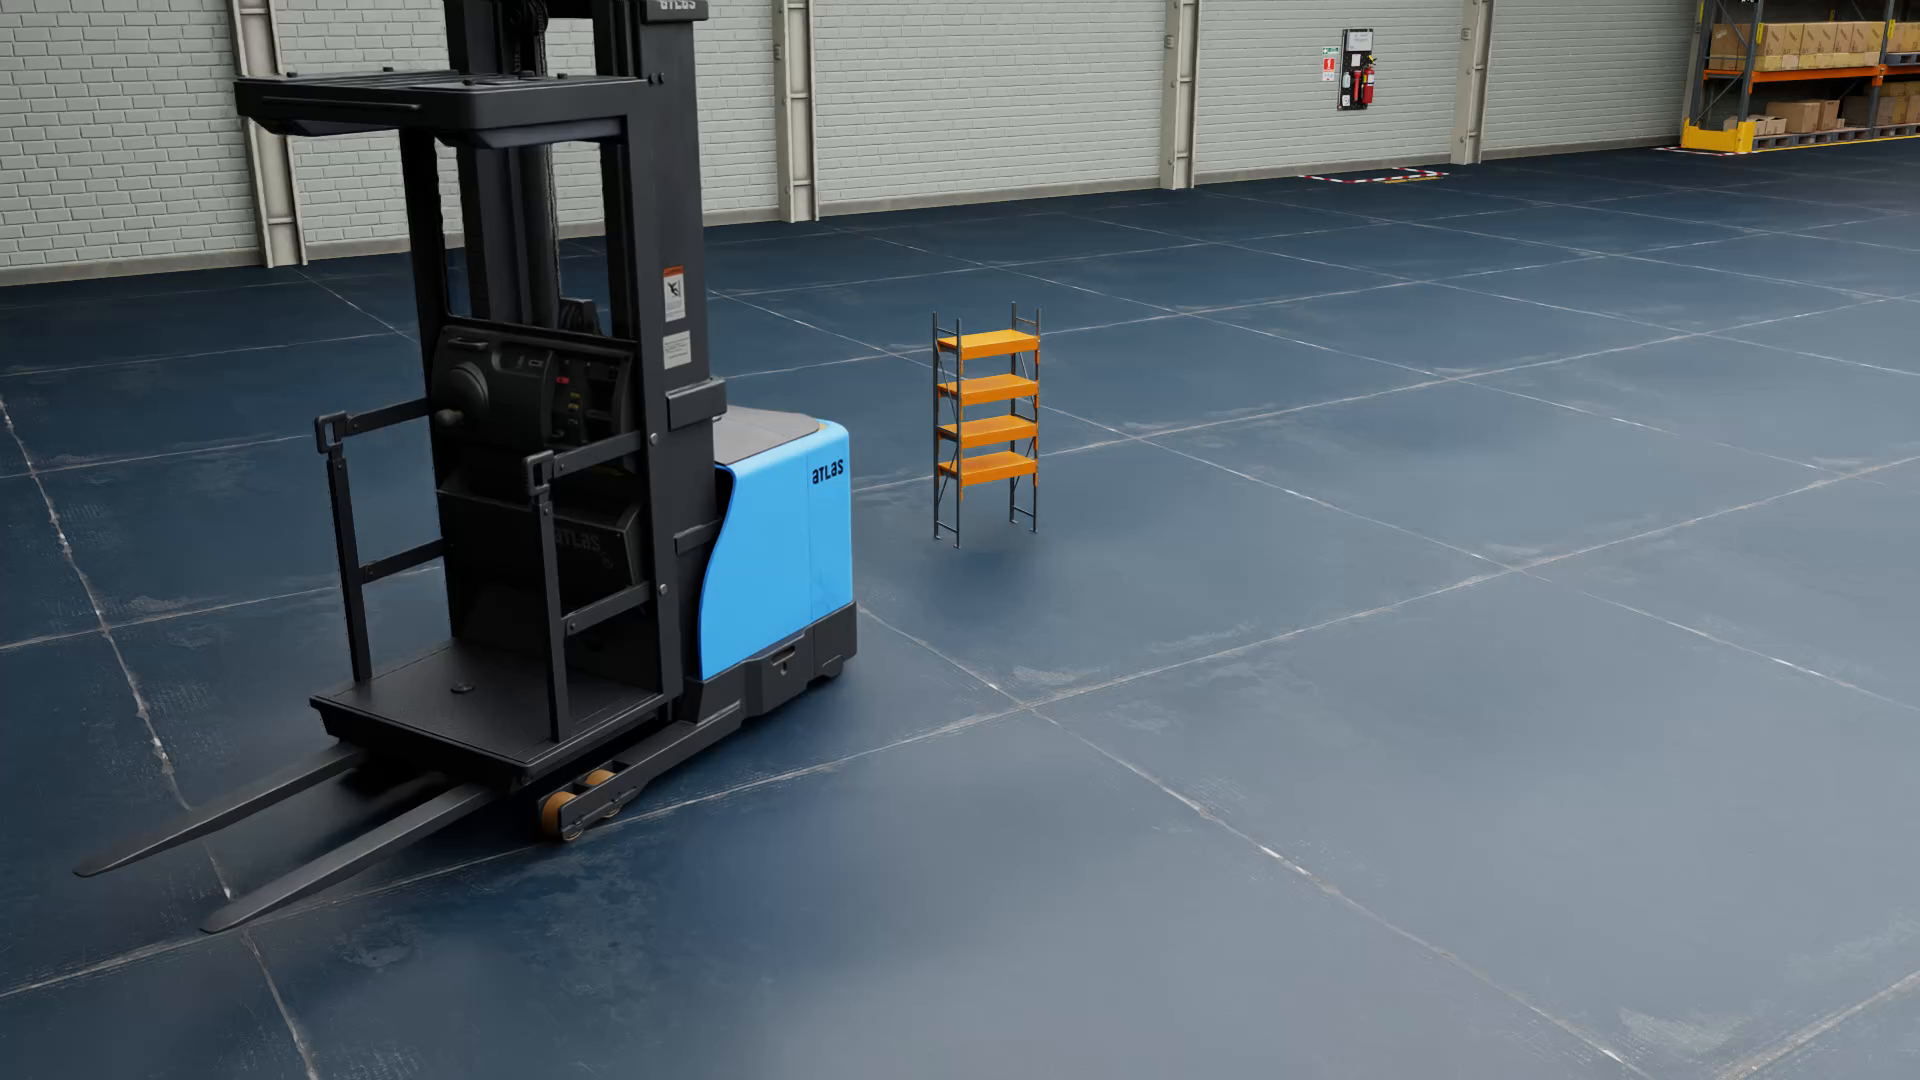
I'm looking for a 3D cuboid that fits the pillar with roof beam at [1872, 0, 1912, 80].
[{"bbox_3d":[20.448,-11.245,27.955,0.400,9.000,9.100,-12,22,-31],"label":"pillar with roof beam"}]

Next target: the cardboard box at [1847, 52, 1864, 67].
[{"bbox_3d":[15.652,-8.535,29.511,0.500,0.250,0.500,-12,22,-31],"label":"cardboard box"}]

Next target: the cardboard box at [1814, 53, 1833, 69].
[{"bbox_3d":[14.821,-8.354,28.974,0.500,0.250,0.500,-12,22,-31],"label":"cardboard box"}]

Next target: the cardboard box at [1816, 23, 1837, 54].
[{"bbox_3d":[14.803,-8.708,28.850,0.500,0.500,0.500,-11,22,-30],"label":"cardboard box"}]

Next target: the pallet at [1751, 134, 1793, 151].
[{"bbox_3d":[13.722,-6.969,29.028,1.213,0.211,1.003,-12,22,-31],"label":"pallet"}]

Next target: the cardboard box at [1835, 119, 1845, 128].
[{"bbox_3d":[15.871,-7.611,30.311,0.250,0.166,0.380,-16,24,-38],"label":"cardboard box"}]

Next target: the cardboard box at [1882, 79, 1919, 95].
[{"bbox_3d":[17.705,-8.532,31.343,0.500,0.250,0.500,-13,22,-33],"label":"cardboard box"}]

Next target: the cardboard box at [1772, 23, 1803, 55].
[{"bbox_3d":[13.943,-8.524,28.307,0.500,0.500,0.500,-12,22,-31],"label":"cardboard box"}]

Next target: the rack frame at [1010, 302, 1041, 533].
[{"bbox_3d":[0.342,-0.641,8.766,0.015,1.200,0.240,-12,22,-31],"label":"rack frame"}]

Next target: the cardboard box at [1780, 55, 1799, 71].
[{"bbox_3d":[13.969,-8.177,28.452,0.500,0.250,0.500,-13,22,-33],"label":"cardboard box"}]

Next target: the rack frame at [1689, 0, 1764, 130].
[{"bbox_3d":[12.961,-8.143,28.146,0.127,3.000,1.000,-12,22,-31],"label":"rack frame"}]

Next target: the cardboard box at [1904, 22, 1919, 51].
[{"bbox_3d":[17.749,-9.404,31.035,0.500,0.500,0.700,-9,21,-24],"label":"cardboard box"}]

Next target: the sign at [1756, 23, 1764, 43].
[{"bbox_3d":[13.259,-8.408,27.578,0.005,0.325,0.100,-12,22,-31],"label":"sign"}]

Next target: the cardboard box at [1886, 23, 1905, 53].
[{"bbox_3d":[16.745,-9.183,30.382,0.500,0.500,0.700,-12,22,-31],"label":"cardboard box"}]

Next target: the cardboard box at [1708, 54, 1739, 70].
[{"bbox_3d":[13.244,-8.215,28.564,0.500,0.250,0.500,-12,22,-31],"label":"cardboard box"}]

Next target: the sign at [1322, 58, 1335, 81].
[{"bbox_3d":[5.455,-6.962,24.600,0.234,0.329,0.001,-12,22,-31],"label":"sign"}]

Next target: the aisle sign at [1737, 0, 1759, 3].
[{"bbox_3d":[13.066,-9.281,27.455,0.004,0.787,0.394,-12,22,-31],"label":"aisle sign"}]

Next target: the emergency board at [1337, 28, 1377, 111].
[{"bbox_3d":[5.974,-7.015,24.812,0.643,1.169,0.194,-12,22,-31],"label":"emergency board"}]

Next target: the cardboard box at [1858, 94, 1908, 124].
[{"bbox_3d":[17.311,-8.110,31.266,0.500,0.500,0.700,-12,22,-32],"label":"cardboard box"}]

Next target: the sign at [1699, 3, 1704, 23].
[{"bbox_3d":[12.672,-8.993,28.360,0.005,0.325,0.100,-12,22,-31],"label":"sign"}]

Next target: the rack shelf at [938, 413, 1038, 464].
[{"bbox_3d":[0.138,-0.534,8.660,0.480,0.148,0.258,-12,22,-31],"label":"rack shelf"}]

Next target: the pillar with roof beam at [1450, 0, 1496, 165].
[{"bbox_3d":[10.426,-9.131,21.702,0.400,9.000,9.100,-12,22,-31],"label":"pillar with roof beam"}]

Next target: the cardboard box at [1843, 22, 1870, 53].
[{"bbox_3d":[15.663,-8.885,29.375,0.500,0.500,0.500,-12,22,-32],"label":"cardboard box"}]

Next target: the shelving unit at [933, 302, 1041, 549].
[{"bbox_3d":[0.138,-0.598,8.639,0.503,1.200,0.258,-12,22,-31],"label":"shelving unit"}]

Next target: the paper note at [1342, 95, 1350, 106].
[{"bbox_3d":[5.788,-6.585,24.915,0.142,0.148,0.016,-12,22,-31],"label":"paper note"}]

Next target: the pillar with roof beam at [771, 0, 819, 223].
[{"bbox_3d":[0.404,-7.017,15.450,0.400,9.000,9.100,-12,22,-31],"label":"pillar with roof beam"}]

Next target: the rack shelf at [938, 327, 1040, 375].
[{"bbox_3d":[0.138,-0.970,8.513,0.480,0.148,0.258,-12,22,-31],"label":"rack shelf"}]

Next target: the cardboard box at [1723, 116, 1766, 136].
[{"bbox_3d":[13.588,-7.175,28.796,0.500,0.311,0.500,-15,24,-37],"label":"cardboard box"}]

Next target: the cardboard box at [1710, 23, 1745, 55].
[{"bbox_3d":[13.237,-8.576,28.461,0.500,0.500,0.500,-12,22,-32],"label":"cardboard box"}]

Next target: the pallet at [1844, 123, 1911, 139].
[{"bbox_3d":[16.951,-7.664,31.084,1.213,0.211,1.003,-12,22,-31],"label":"pallet"}]

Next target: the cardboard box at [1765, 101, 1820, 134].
[{"bbox_3d":[14.704,-7.481,29.405,0.500,0.500,0.700,-14,23,-35],"label":"cardboard box"}]

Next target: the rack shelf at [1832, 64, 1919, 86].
[{"bbox_3d":[17.972,-8.859,31.388,4.000,0.370,1.077,-12,22,-31],"label":"rack shelf"}]

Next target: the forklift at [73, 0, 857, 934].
[{"bbox_3d":[-1.633,-0.527,5.727,1.130,2.935,3.031,11,22,29],"label":"forklift"}]
